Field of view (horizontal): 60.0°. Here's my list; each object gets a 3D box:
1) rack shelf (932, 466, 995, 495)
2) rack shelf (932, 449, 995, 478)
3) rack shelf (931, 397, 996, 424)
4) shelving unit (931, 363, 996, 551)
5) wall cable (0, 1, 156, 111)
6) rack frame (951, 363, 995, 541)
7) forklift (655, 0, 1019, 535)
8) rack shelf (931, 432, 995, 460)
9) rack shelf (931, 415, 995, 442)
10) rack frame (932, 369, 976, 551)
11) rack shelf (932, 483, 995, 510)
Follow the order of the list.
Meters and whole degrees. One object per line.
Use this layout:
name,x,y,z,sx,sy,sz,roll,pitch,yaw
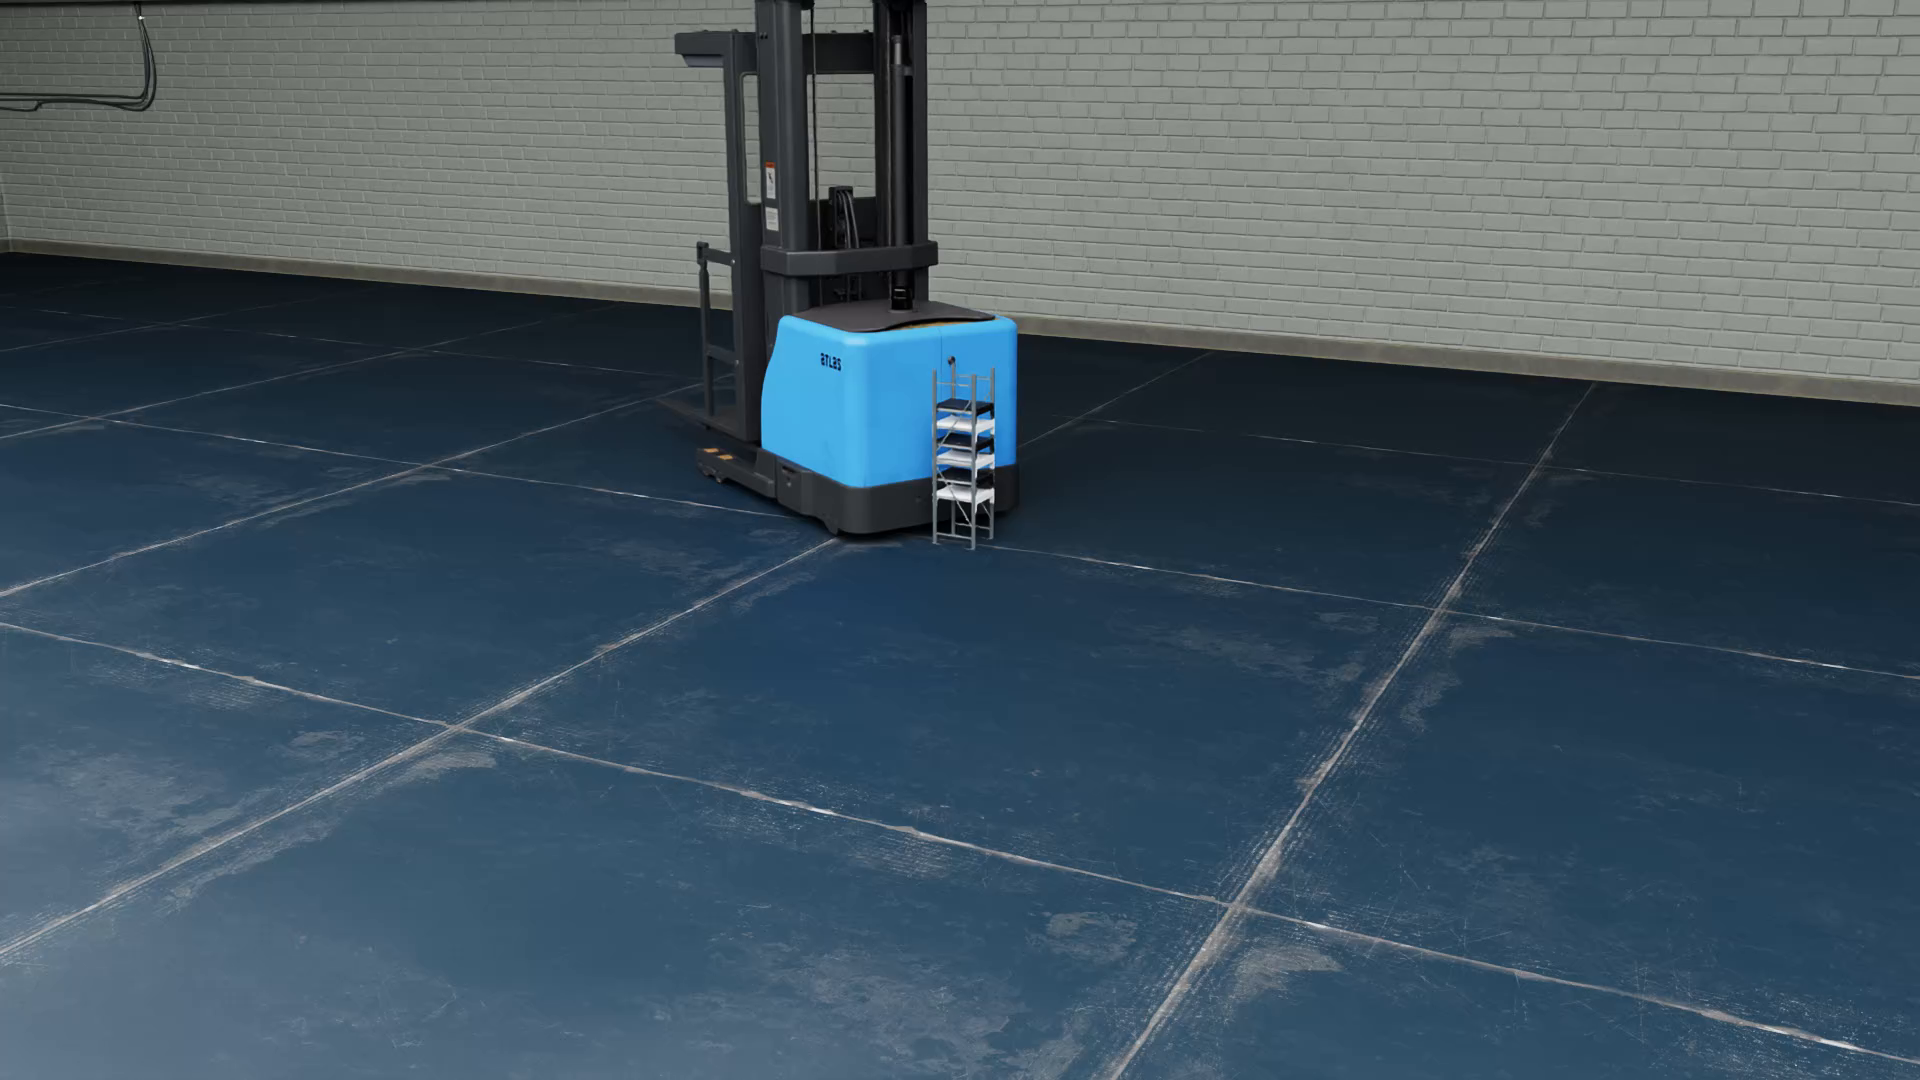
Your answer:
rack shelf,0.017,-0.300,8.388,0.258,0.077,0.200,8,19,26
rack shelf,0.017,-0.387,8.362,0.258,0.077,0.200,8,19,26
rack shelf,0.017,-0.645,8.286,0.258,0.077,0.200,8,19,26
shelving unit,0.017,-0.419,8.353,0.258,0.900,0.210,8,19,26
wall cable,-10.401,-6.188,19.007,3.097,2.526,0.112,8,18,25
rack frame,0.064,-0.444,8.439,0.240,0.900,0.006,8,19,26
forklift,-0.899,-1.798,9.430,1.130,2.935,3.031,-10,19,-31
rack shelf,0.017,-0.473,8.337,0.258,0.077,0.200,8,19,26
rack shelf,0.017,-0.559,8.311,0.258,0.077,0.200,8,19,26
rack frame,-0.029,-0.393,8.267,0.240,0.900,0.006,8,19,26
rack shelf,0.017,-0.214,8.414,0.258,0.077,0.200,8,19,26
